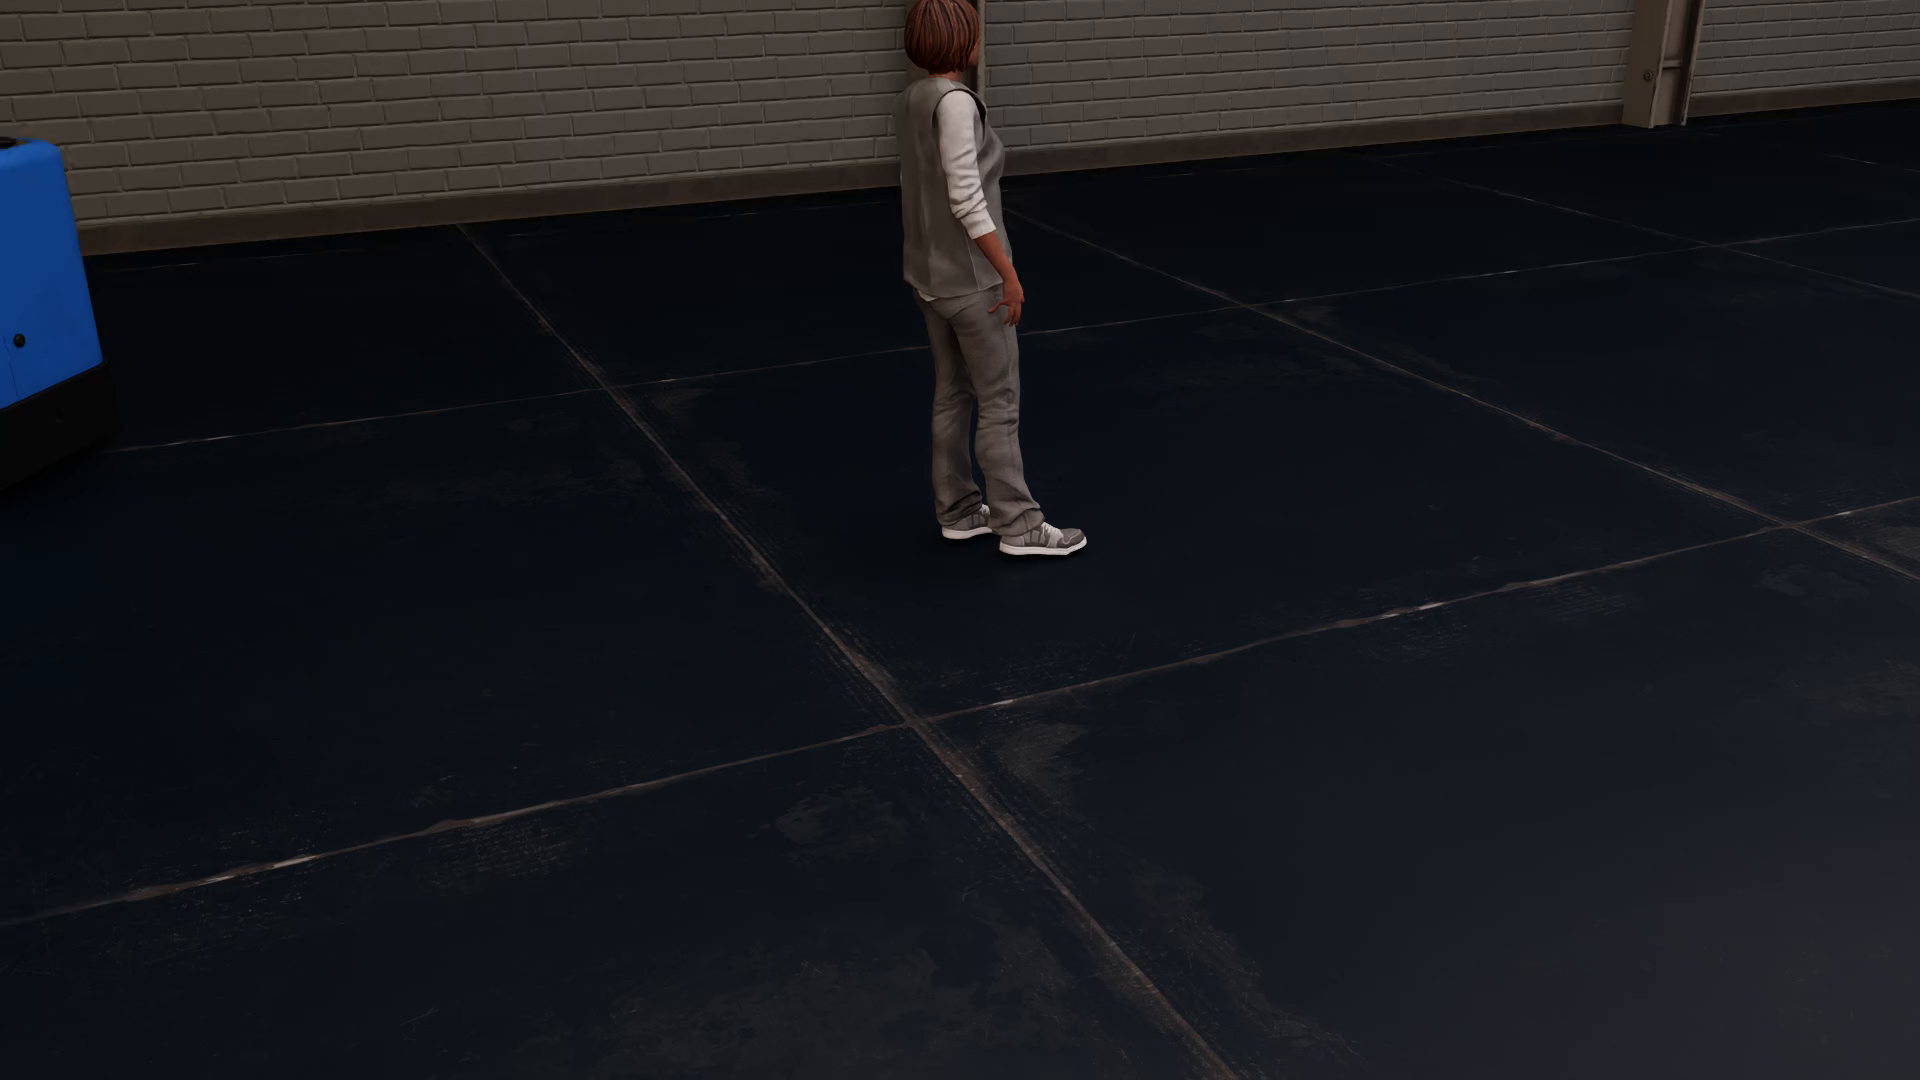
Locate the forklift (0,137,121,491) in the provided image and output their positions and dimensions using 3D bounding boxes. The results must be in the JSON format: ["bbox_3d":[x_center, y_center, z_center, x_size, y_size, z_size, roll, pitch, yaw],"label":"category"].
[{"bbox_3d":[-4.524,-1.598,5.133,3.031,2.935,1.130,3,23,8],"label":"forklift"}]

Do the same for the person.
[{"bbox_3d":[0.073,-0.751,4.814,0.475,1.597,0.520,-10,25,-23],"label":"person"}]
